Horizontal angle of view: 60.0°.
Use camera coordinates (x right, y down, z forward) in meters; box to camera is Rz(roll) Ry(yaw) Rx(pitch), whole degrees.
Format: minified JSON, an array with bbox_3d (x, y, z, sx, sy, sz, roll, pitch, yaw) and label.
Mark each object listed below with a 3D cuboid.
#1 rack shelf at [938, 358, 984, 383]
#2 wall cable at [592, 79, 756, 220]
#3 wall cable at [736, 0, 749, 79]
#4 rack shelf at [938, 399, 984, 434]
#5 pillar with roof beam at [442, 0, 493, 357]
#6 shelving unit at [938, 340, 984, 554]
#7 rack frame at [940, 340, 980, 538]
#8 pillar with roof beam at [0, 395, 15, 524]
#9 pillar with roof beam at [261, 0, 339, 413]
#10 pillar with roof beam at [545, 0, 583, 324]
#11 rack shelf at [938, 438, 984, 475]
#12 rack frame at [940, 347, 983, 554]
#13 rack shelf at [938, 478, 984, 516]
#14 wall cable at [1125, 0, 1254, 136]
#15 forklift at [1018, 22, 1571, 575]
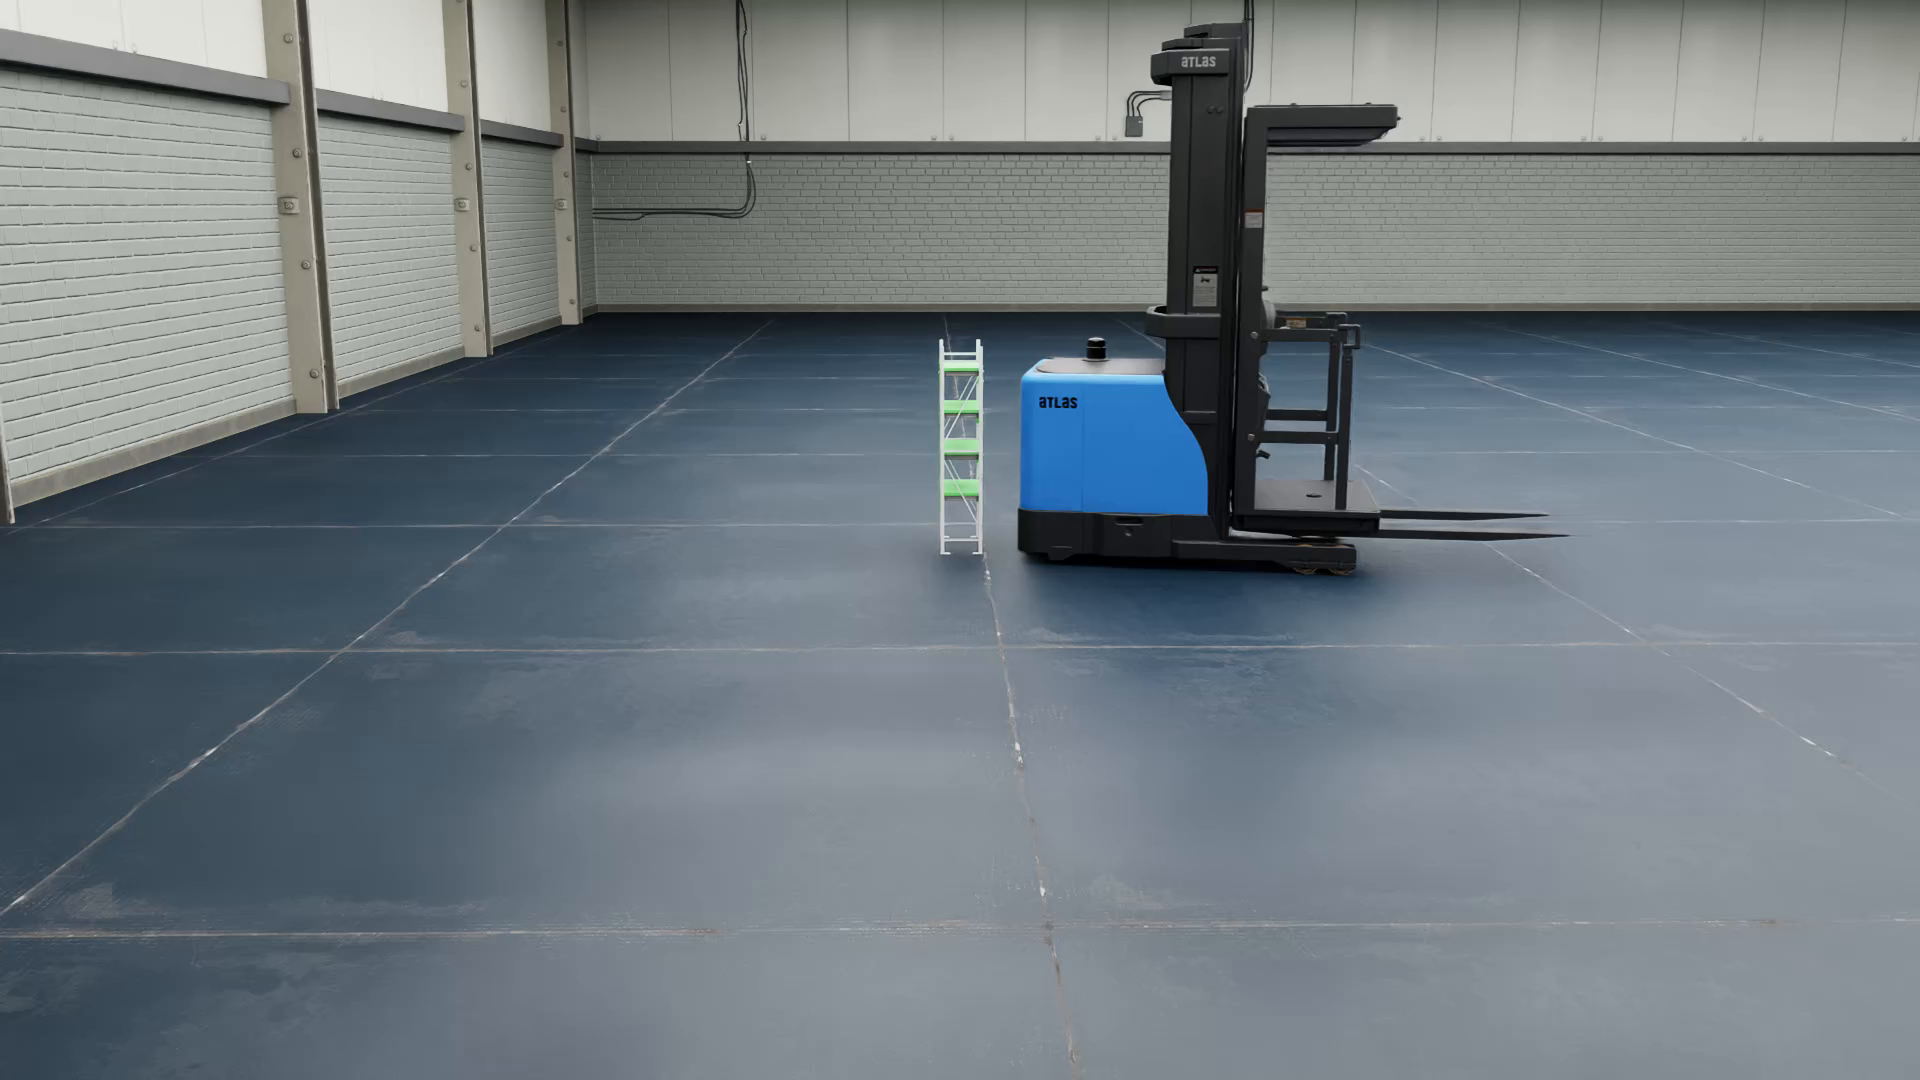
[{"bbox_3d":[0.003,-0.963,9.695,0.258,0.148,0.480,0,11,-1],"label":"rack shelf"},{"bbox_3d":[-5.298,-7.133,30.397,3.097,2.526,0.112,0,11,-1],"label":"wall cable"},{"bbox_3d":[-2.593,-9.620,29.950,3.097,2.526,0.112,0,11,-1],"label":"wall cable"},{"bbox_3d":[0.003,-0.728,9.743,0.258,0.148,0.480,0,11,-1],"label":"rack shelf"},{"bbox_3d":[-2.131,-6.889,21.383,9.100,9.000,0.400,0,11,-1],"label":"pillar with roof beam"},{"bbox_3d":[0.003,-0.555,9.778,0.258,1.200,0.503,0,11,-1],"label":"shelving unit"},{"bbox_3d":[-0.002,-0.604,10.017,0.240,1.200,0.015,0,11,-1],"label":"rack frame"},{"bbox_3d":[-1.883,-4.504,9.626,9.100,9.000,0.400,0,11,-1],"label":"pillar with roof beam"},{"bbox_3d":[-2.007,-5.696,15.504,9.100,9.000,0.400,0,11,-1],"label":"pillar with roof beam"},{"bbox_3d":[-2.255,-8.082,27.262,9.100,9.000,0.400,0,11,-1],"label":"pillar with roof beam"},{"bbox_3d":[0.003,-0.492,9.790,0.258,0.148,0.480,0,11,-1],"label":"rack shelf"},{"bbox_3d":[0.008,-0.507,9.539,0.240,1.200,0.015,0,11,-1],"label":"rack frame"},{"bbox_3d":[0.003,-0.257,9.838,0.258,0.148,0.480,0,11,-1],"label":"rack shelf"},{"bbox_3d":[4.194,-10.358,29.927,2.305,6.003,0.169,0,11,-1],"label":"wall cable"},{"bbox_3d":[1.889,-1.356,9.371,3.031,2.935,1.130,2,12,8],"label":"forklift"}]
